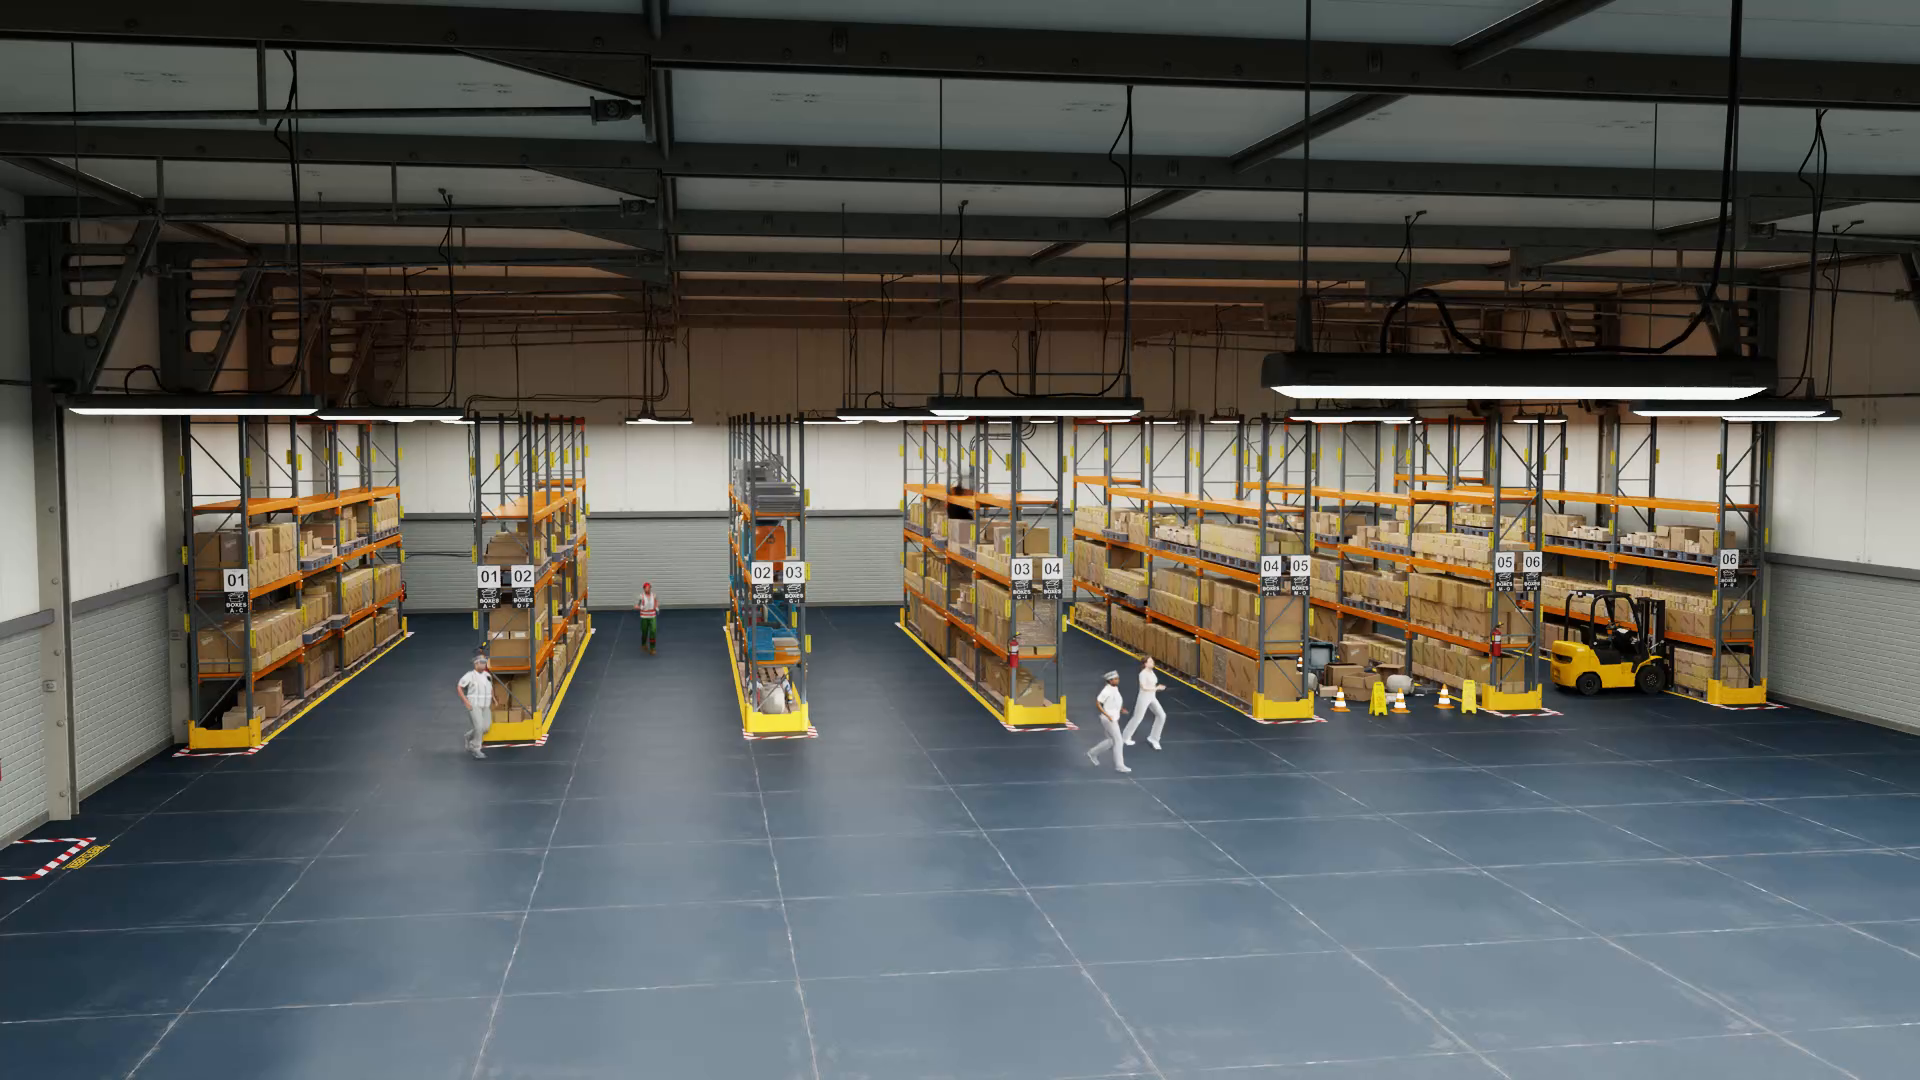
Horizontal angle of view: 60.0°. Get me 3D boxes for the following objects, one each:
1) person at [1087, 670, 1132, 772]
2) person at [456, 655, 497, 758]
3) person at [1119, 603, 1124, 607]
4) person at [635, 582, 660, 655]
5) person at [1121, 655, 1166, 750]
[{"bbox_3d":[2.487,2.994,27.656,0.788,1.689,0.597,1,4,20],"label":"person"},{"bbox_3d":[-8.408,2.892,29.062,0.642,1.754,0.708,3,5,37],"label":"person"},{"bbox_3d":[5.021,1.545,50.207,0.549,1.560,0.504,-1,4,-9],"label":"person"},{"bbox_3d":[-7.850,1.960,41.808,0.654,1.792,0.976,-2,4,-21],"label":"person"},{"bbox_3d":[3.294,2.888,29.584,0.875,1.680,0.572,3,5,36],"label":"person"}]
